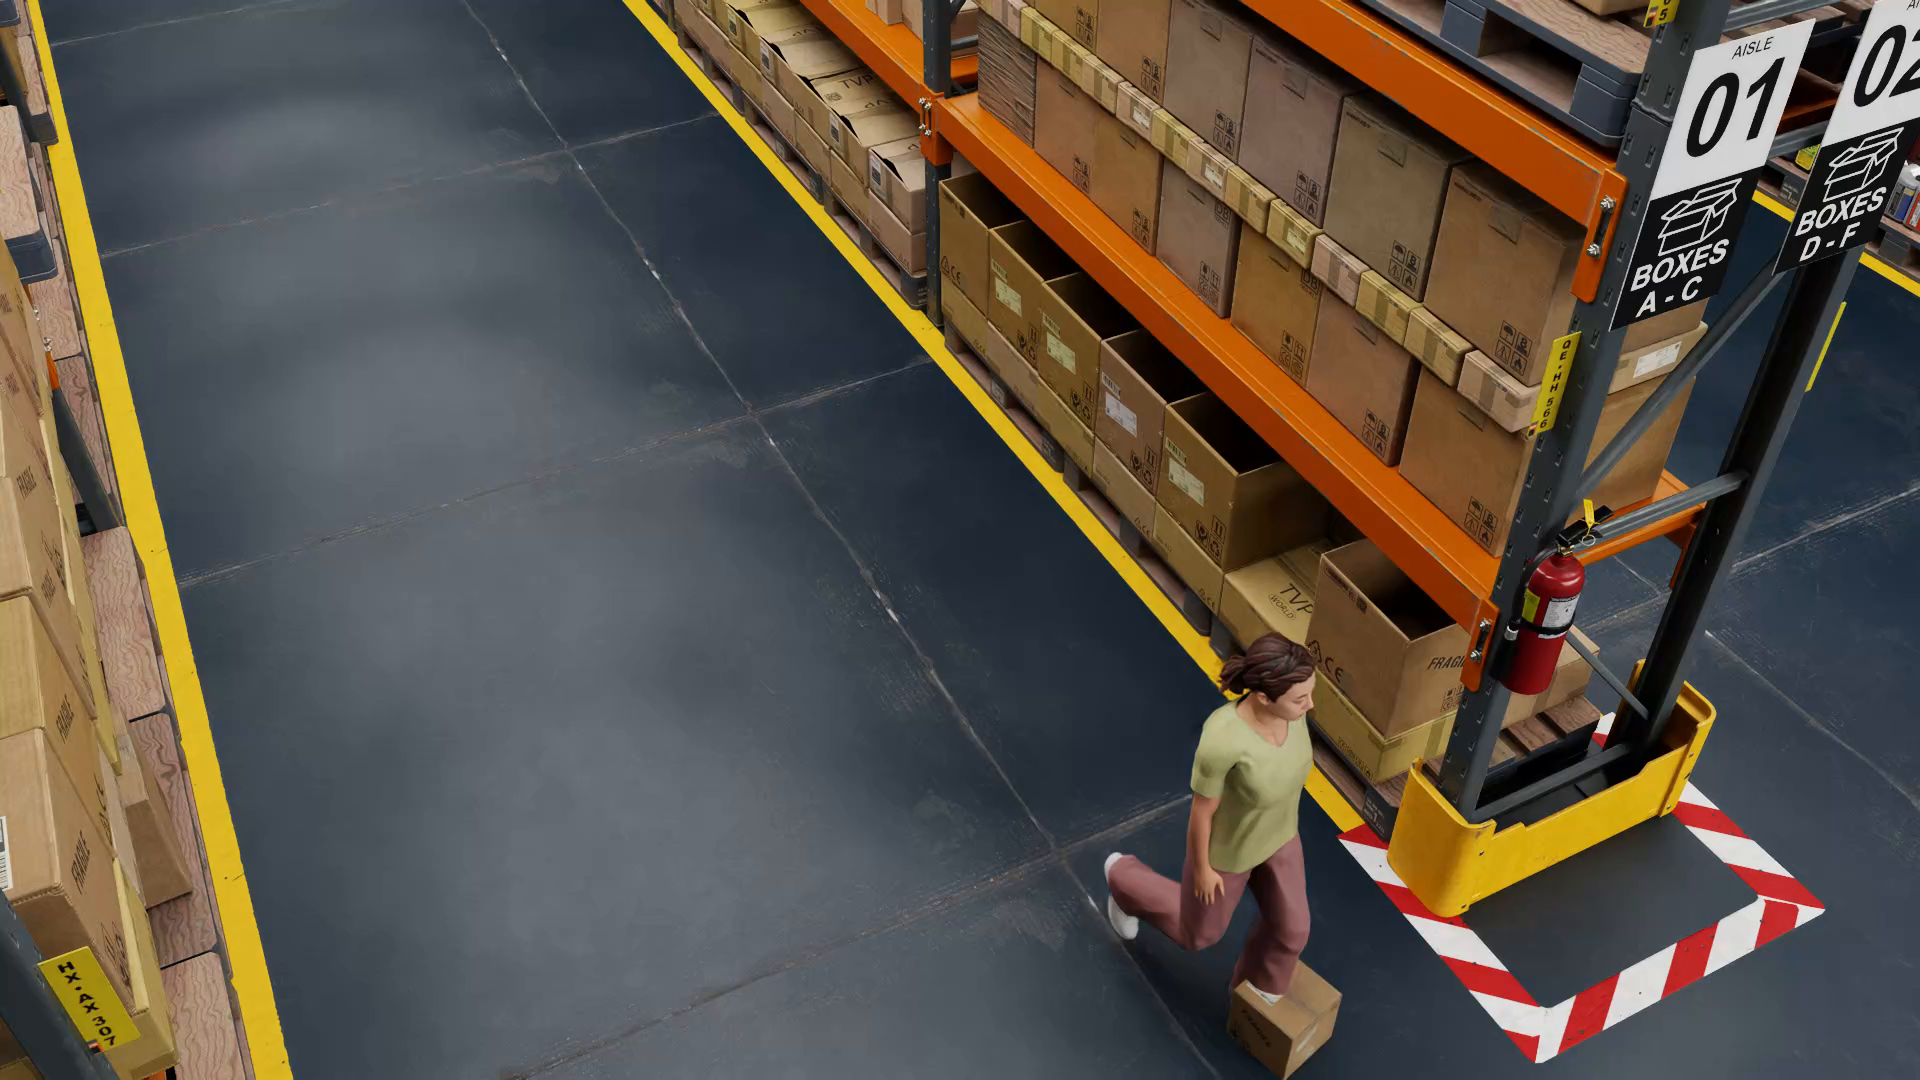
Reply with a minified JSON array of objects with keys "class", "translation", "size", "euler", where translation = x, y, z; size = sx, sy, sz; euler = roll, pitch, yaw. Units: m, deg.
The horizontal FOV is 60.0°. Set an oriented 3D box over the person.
[{"class":"person","translation":[0.837,0.875,5.147],"size":[0.449,1.638,0.833],"euler":[-25,47,-25]}]
